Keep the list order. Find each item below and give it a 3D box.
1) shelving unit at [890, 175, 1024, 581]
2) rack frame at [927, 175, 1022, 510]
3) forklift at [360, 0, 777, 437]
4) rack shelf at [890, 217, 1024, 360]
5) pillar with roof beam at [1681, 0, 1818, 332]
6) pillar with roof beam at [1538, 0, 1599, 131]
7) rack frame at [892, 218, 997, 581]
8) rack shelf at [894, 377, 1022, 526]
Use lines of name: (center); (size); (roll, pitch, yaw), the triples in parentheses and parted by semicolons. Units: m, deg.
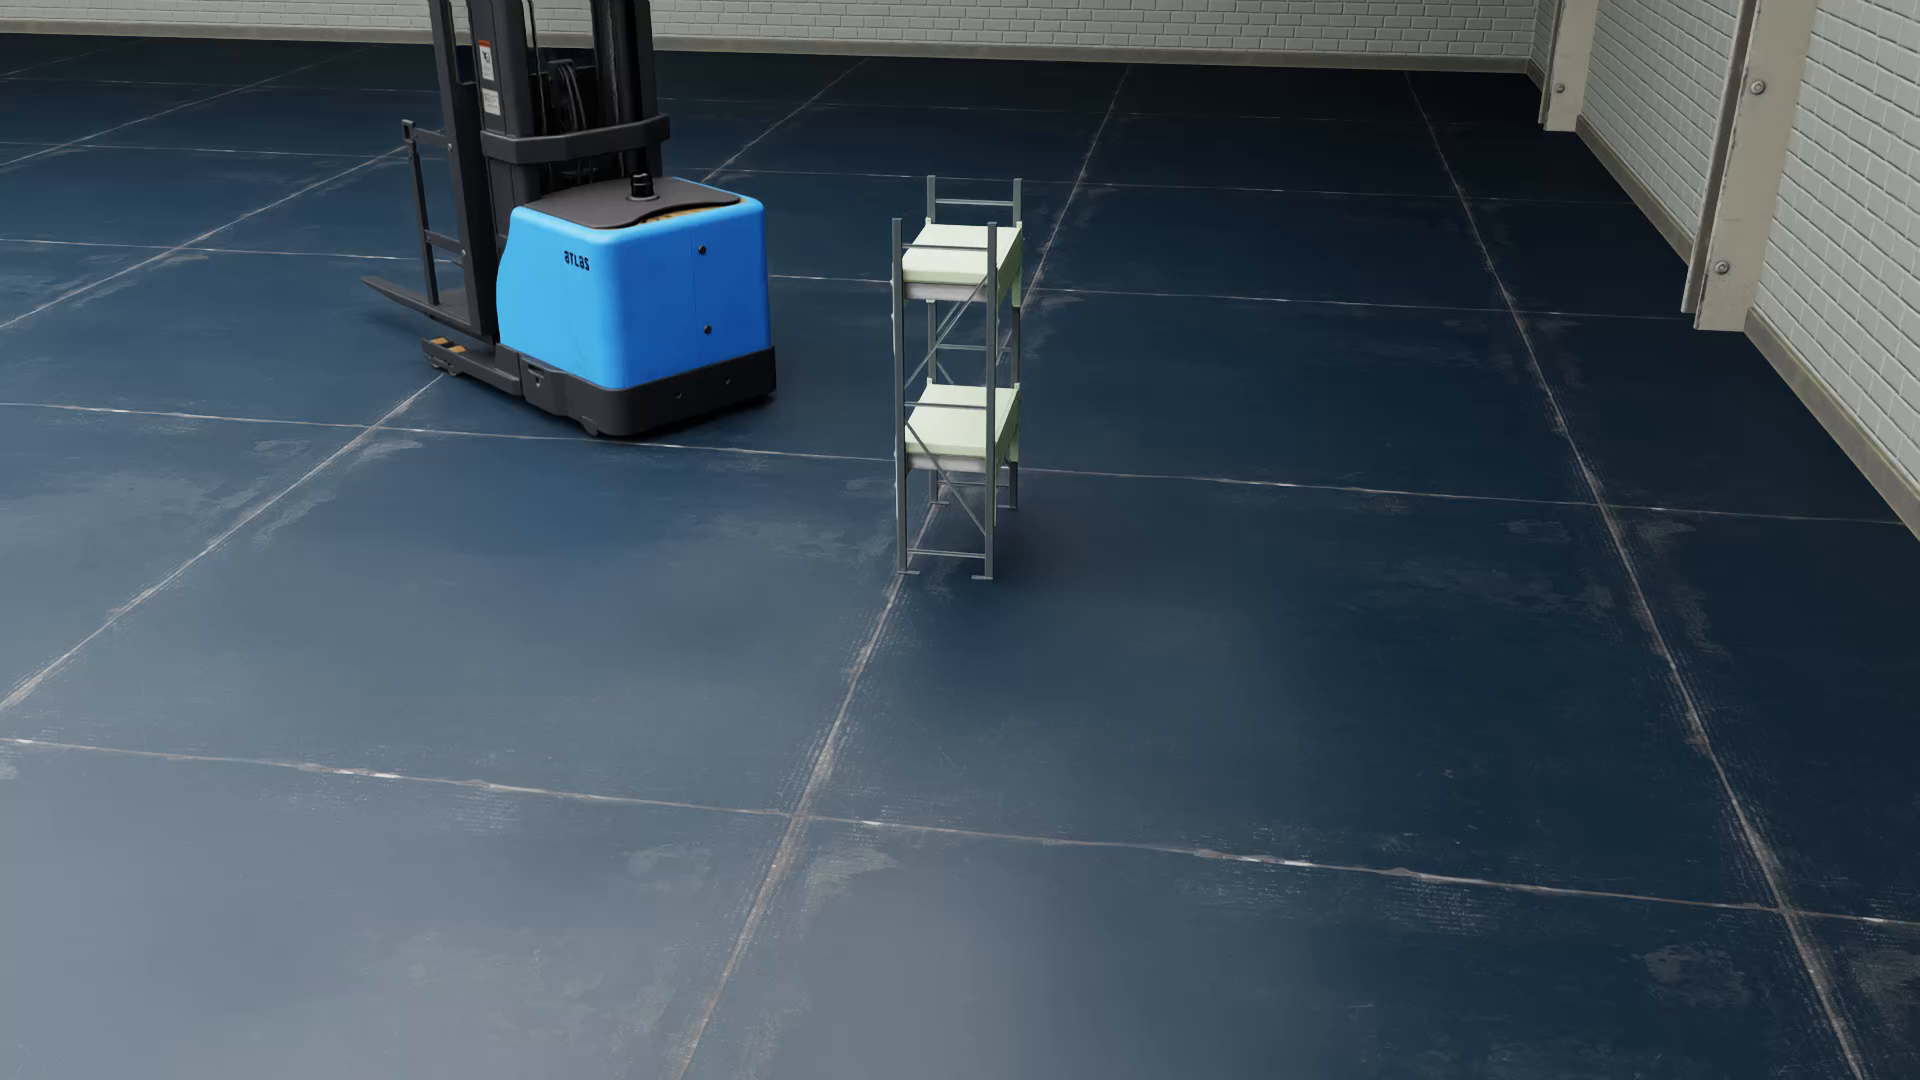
shelving unit: (0.001, -0.682, 6.938); (0.431, 1.500, 0.755); (4, 25, 9)
rack frame: (0.061, -0.835, 7.265); (0.400, 1.500, 0.023); (4, 25, 9)
forklift: (-2.362, -2.367, 8.850); (1.130, 2.935, 3.031); (-23, 33, -39)
rack shelf: (0.001, -1.036, 6.773); (0.431, 0.370, 0.720); (4, 25, 9)
pillar with roof beam: (0.333, -5.706, 8.825); (9.100, 9.000, 0.400); (4, 25, 9)
pillar with roof beam: (1.314, -8.215, 14.186); (9.100, 9.000, 0.400); (4, 25, 9)
rack frame: (-0.059, -0.529, 6.611); (0.400, 1.500, 0.023); (4, 25, 9)
rack shelf: (0.001, -0.387, 7.076); (0.431, 0.370, 0.720); (4, 25, 9)
